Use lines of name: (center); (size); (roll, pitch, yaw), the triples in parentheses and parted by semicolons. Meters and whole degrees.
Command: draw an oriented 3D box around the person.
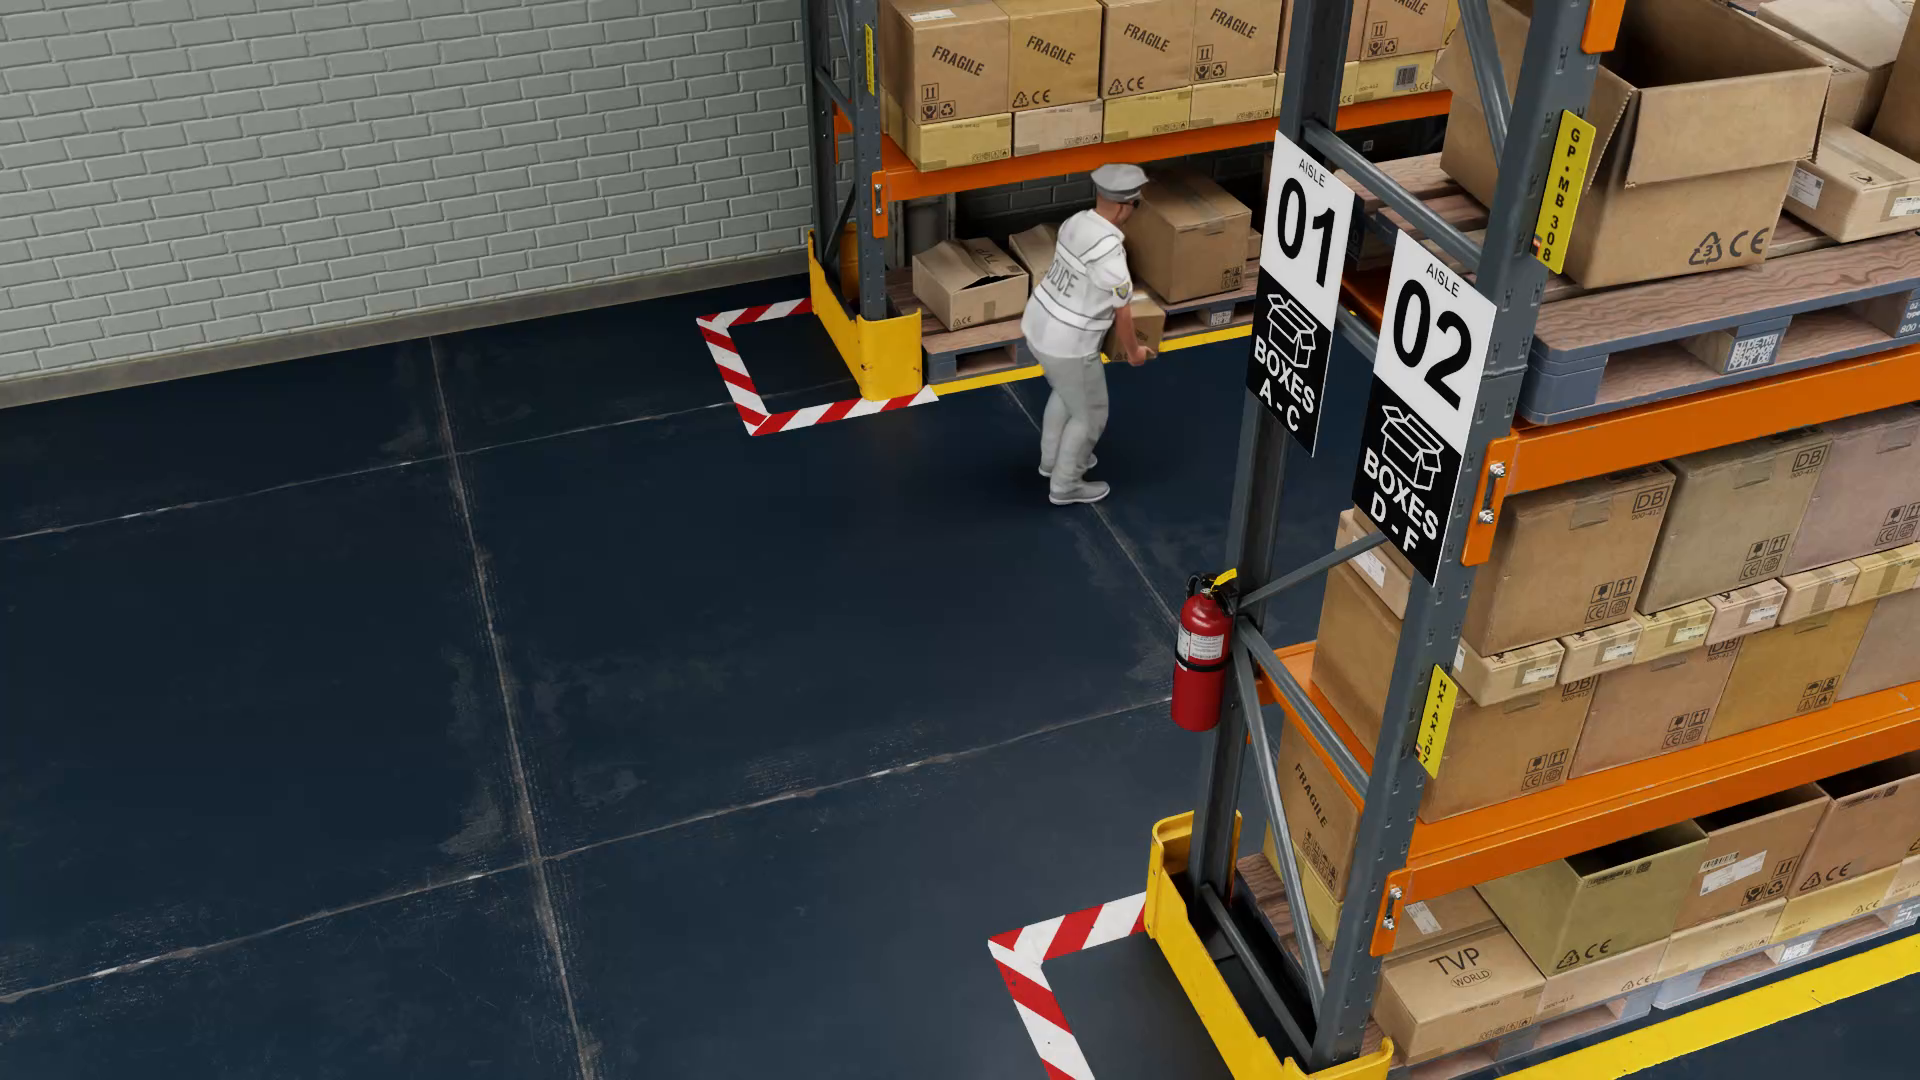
person: (0.611, -0.990, 8.116); (0.619, 1.704, 0.481); (-13, 39, -17)
